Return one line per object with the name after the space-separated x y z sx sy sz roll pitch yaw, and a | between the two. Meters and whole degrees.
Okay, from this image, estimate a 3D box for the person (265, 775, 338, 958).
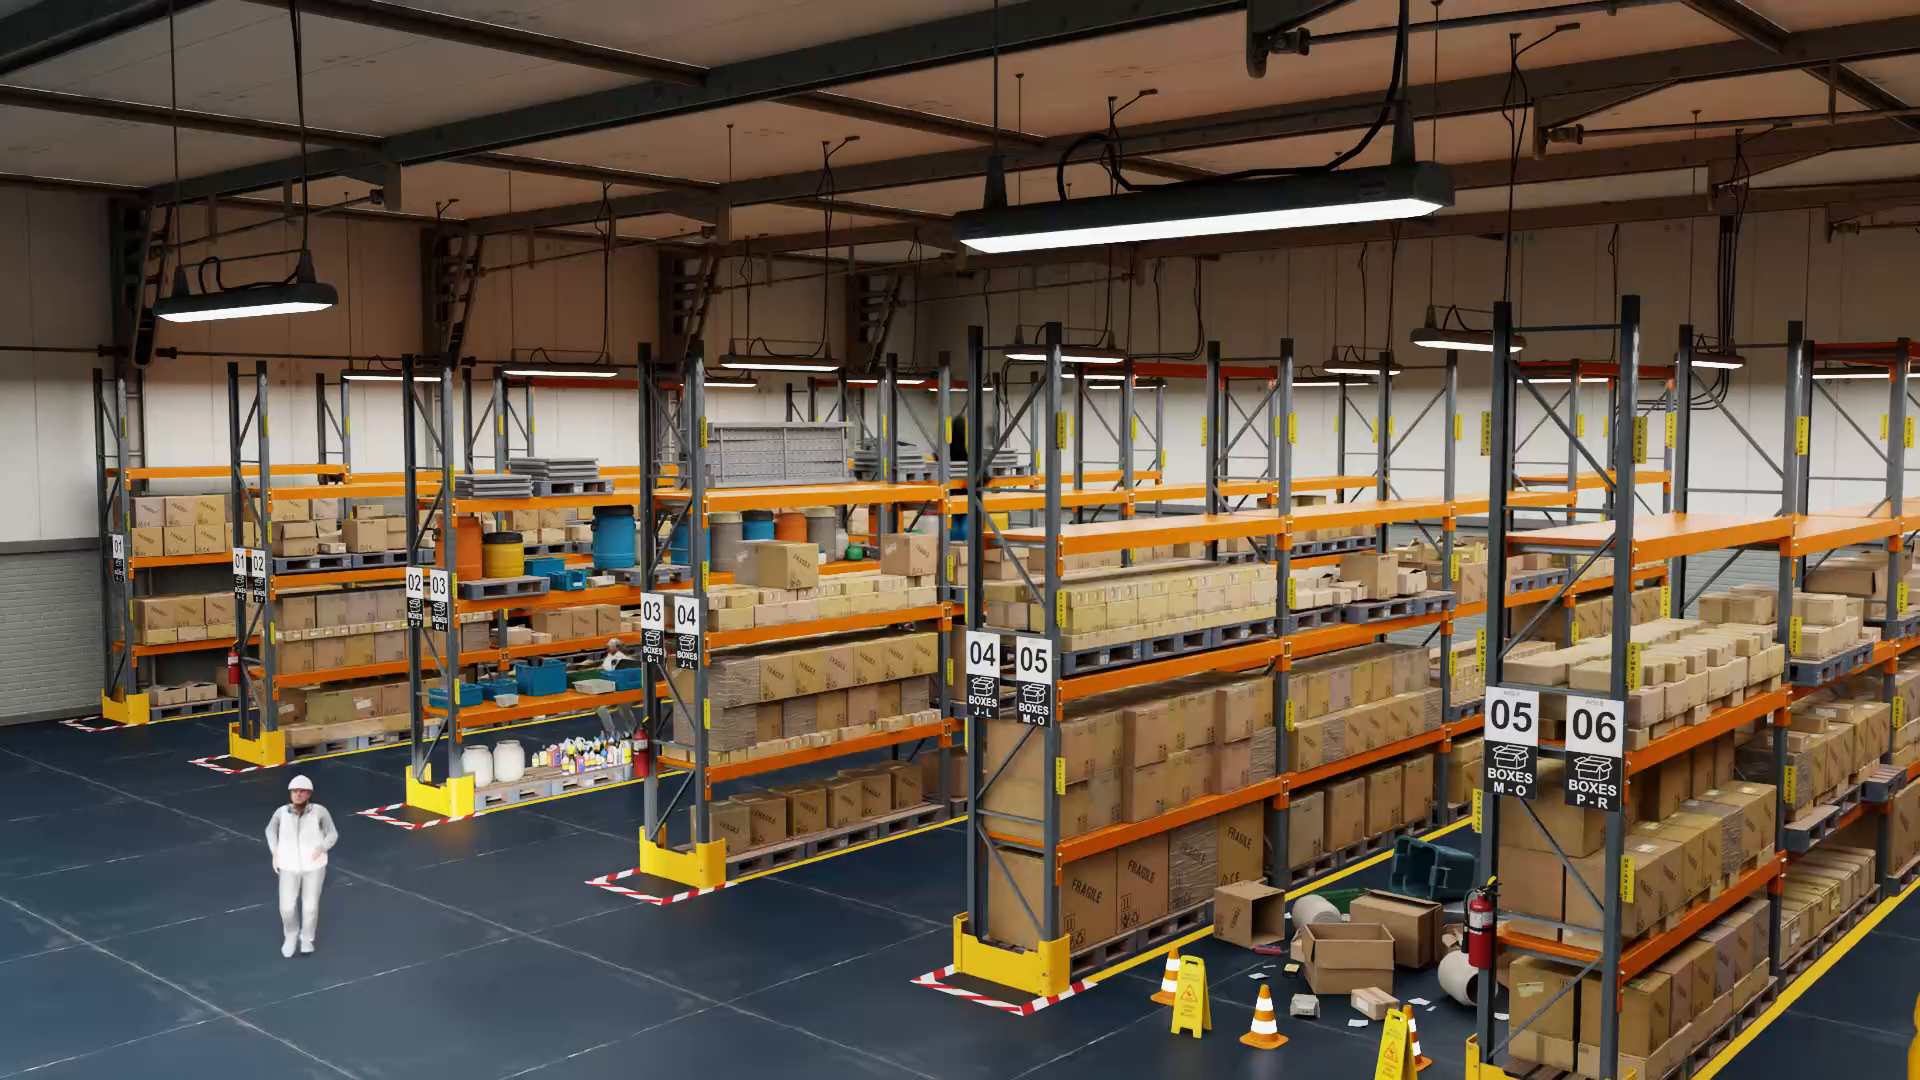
-6.291 3.119 15.906 0.661 1.752 0.581 -1 4 -19 | person

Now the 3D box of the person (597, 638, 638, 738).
-5.474 2.399 26.468 0.570 1.705 0.796 3 5 32 | person
